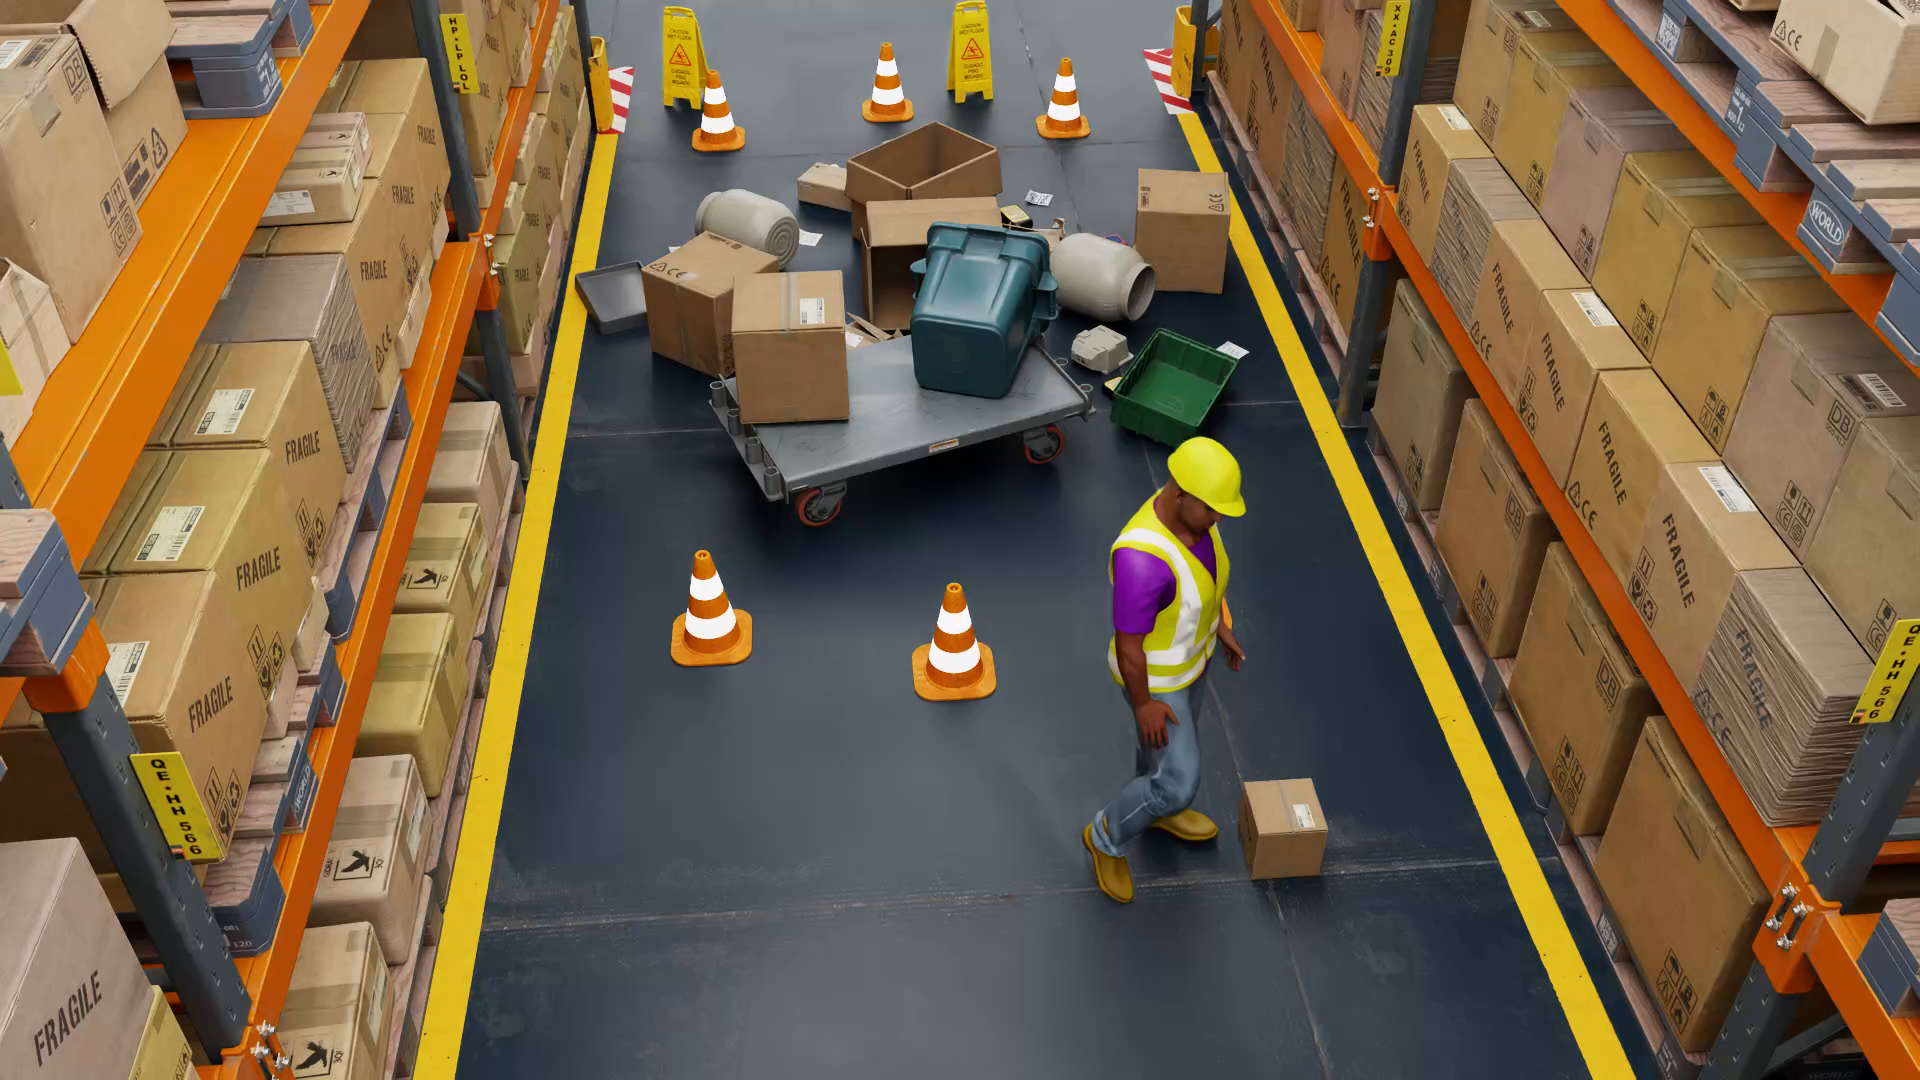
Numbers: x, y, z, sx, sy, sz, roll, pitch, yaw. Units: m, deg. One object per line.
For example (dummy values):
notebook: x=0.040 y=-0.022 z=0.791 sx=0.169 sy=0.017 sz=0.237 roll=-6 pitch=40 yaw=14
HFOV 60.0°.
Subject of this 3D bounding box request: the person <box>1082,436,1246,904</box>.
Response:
person: x=0.709 y=0.435 z=5.586 sx=0.415 sy=1.784 sz=0.633 roll=18 pitch=42 yaw=21
